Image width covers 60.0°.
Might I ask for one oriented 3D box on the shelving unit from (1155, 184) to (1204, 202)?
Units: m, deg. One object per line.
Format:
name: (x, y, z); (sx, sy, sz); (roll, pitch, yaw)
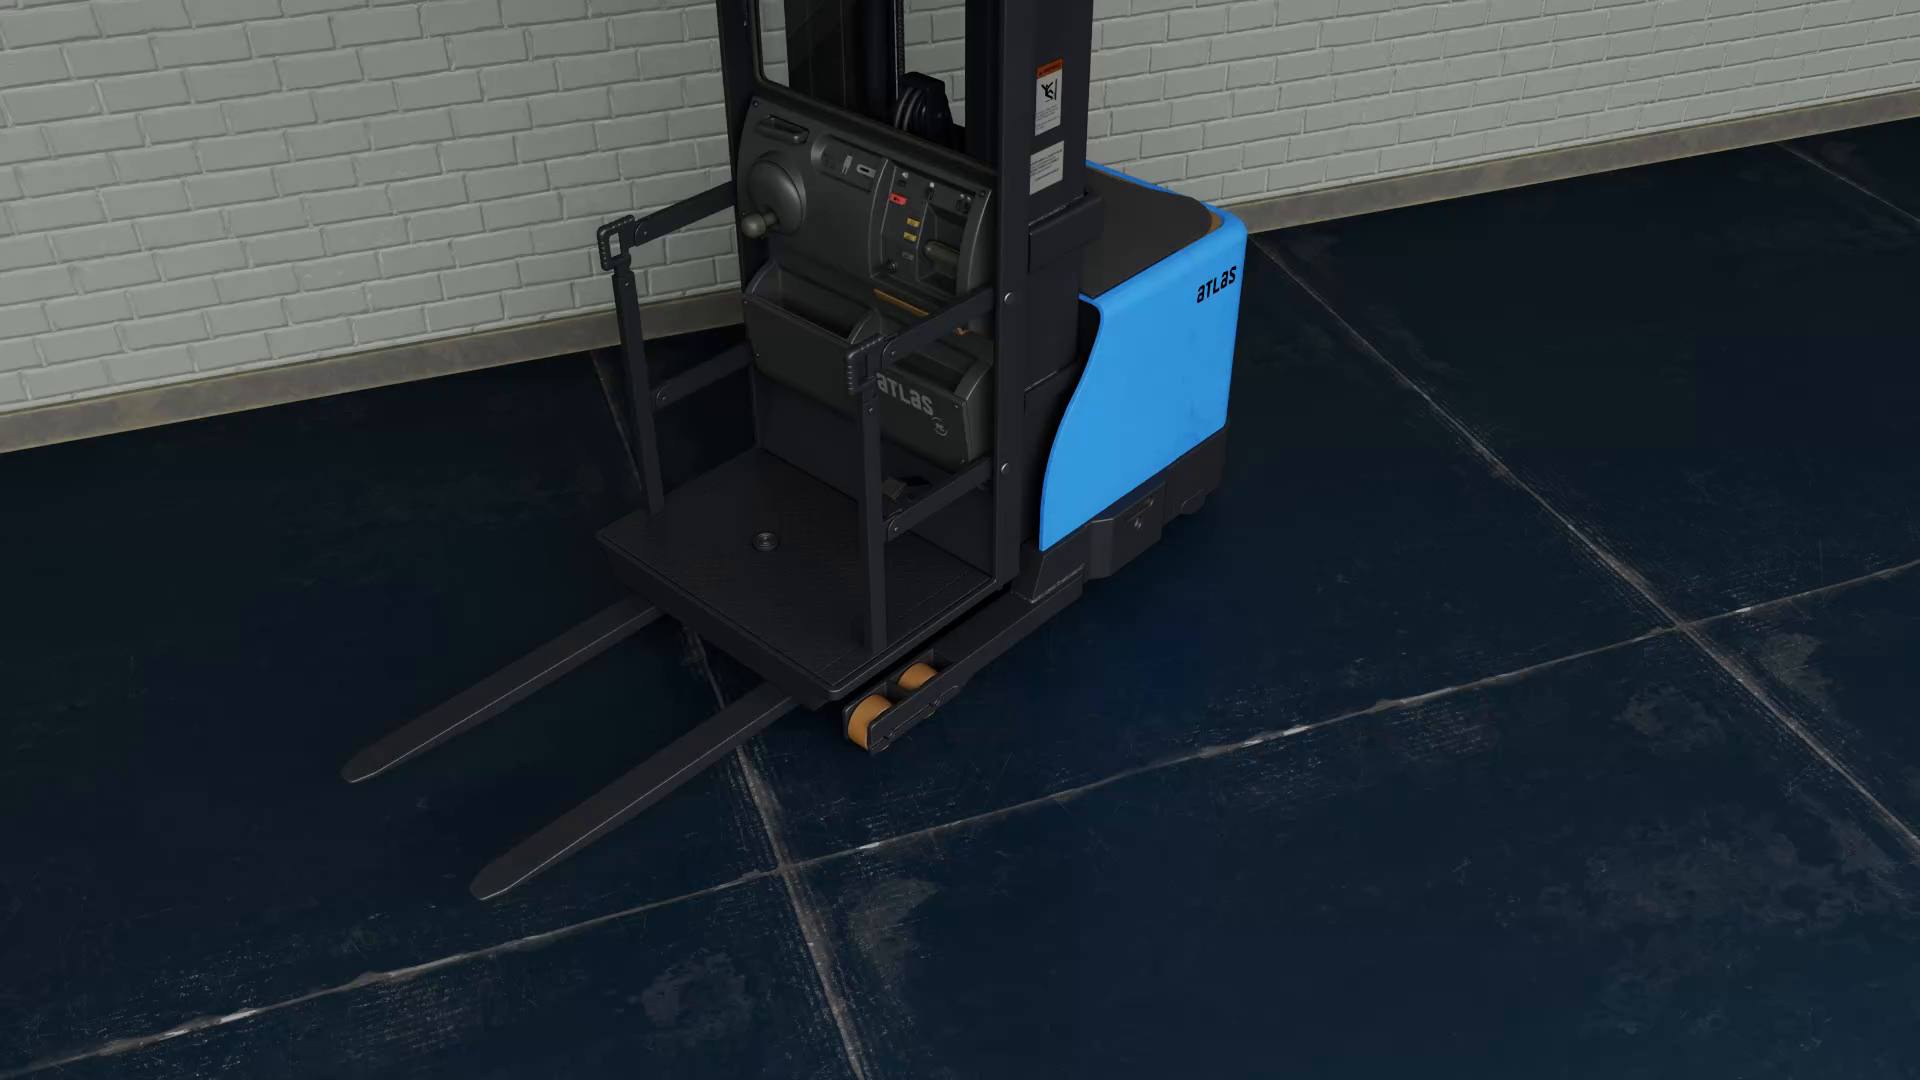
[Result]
shelving unit: (0.698, -0.819, 6.090); (0.210, 0.900, 0.258); (29, 46, 33)

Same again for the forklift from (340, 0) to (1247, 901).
forklift: (-0.425, -0.893, 4.499); (1.130, 2.935, 3.031); (29, 46, 33)
